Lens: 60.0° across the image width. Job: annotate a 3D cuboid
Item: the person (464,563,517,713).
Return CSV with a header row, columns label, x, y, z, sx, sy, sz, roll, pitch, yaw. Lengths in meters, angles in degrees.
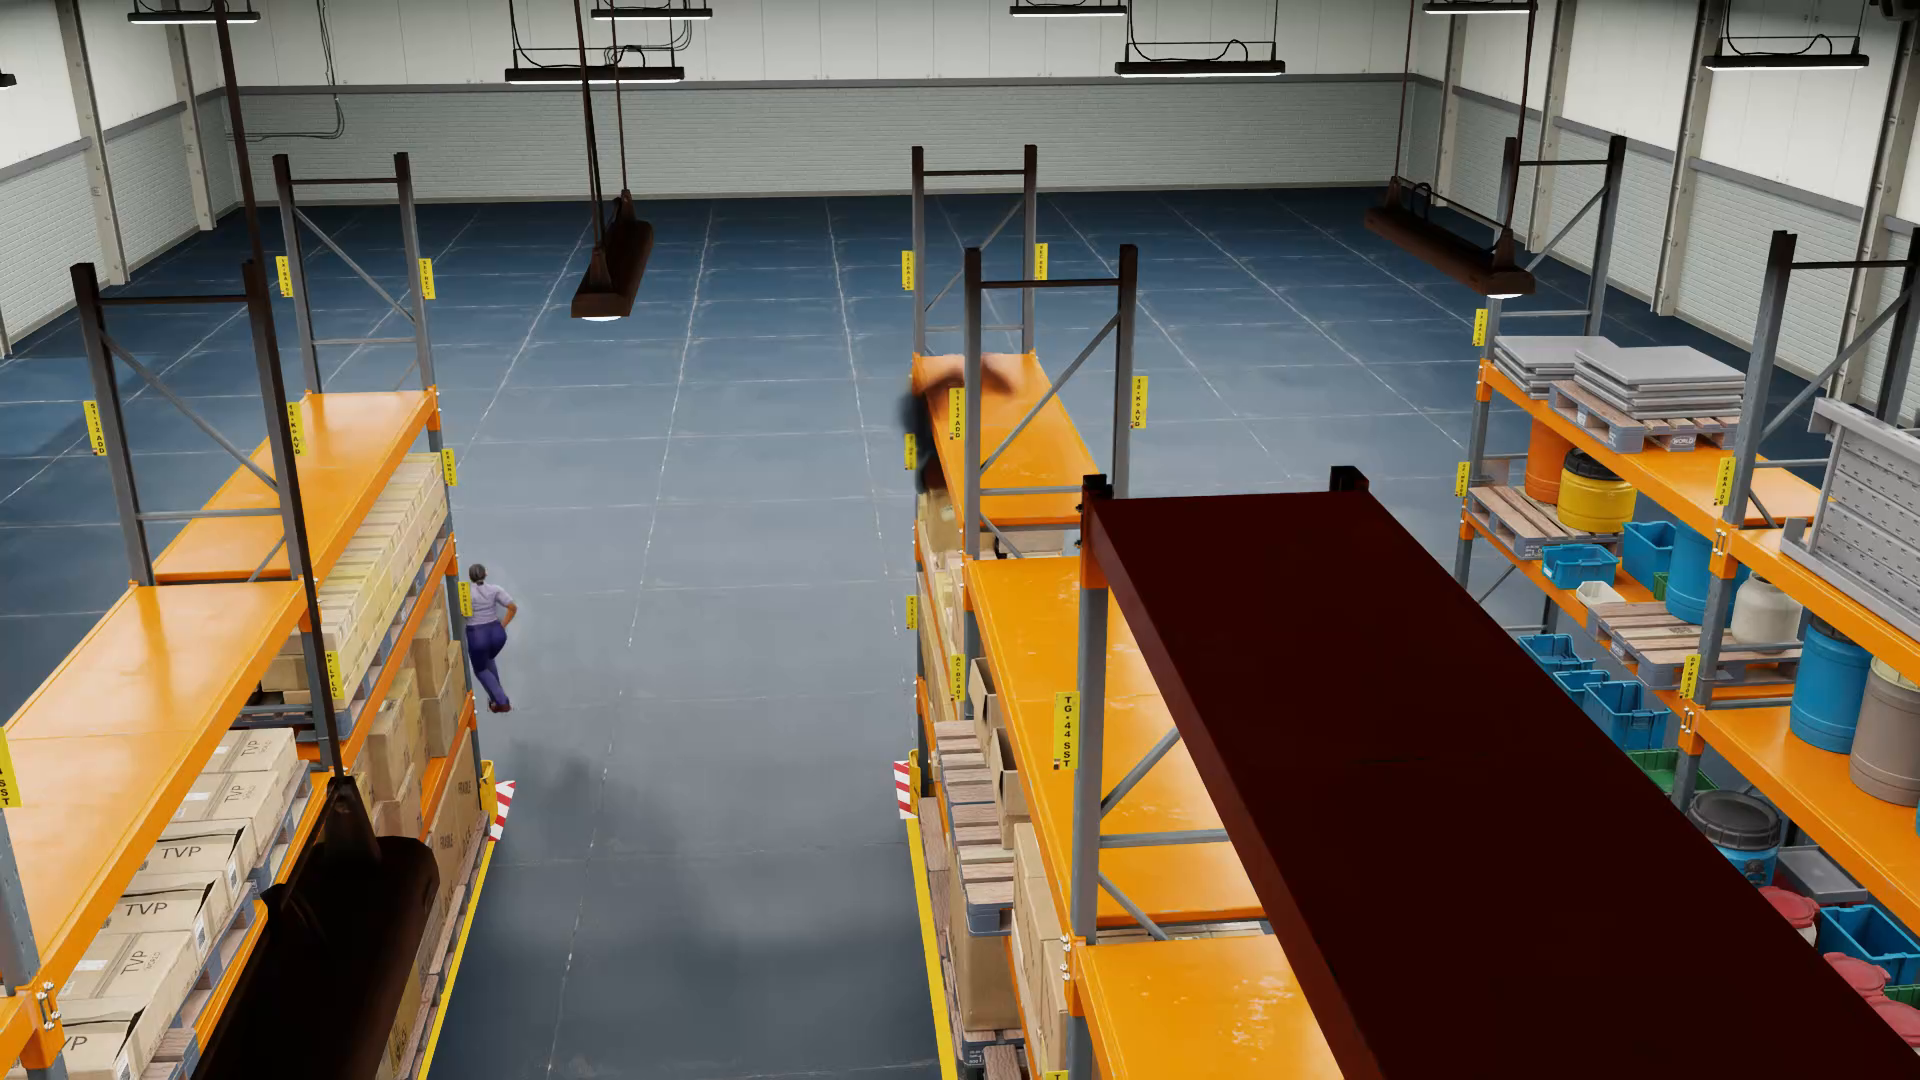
label,x,y,z,sx,sy,sz,roll,pitch,yaw
person,-4.725,1.038,16.506,0.572,1.699,0.733,-19,29,-40
